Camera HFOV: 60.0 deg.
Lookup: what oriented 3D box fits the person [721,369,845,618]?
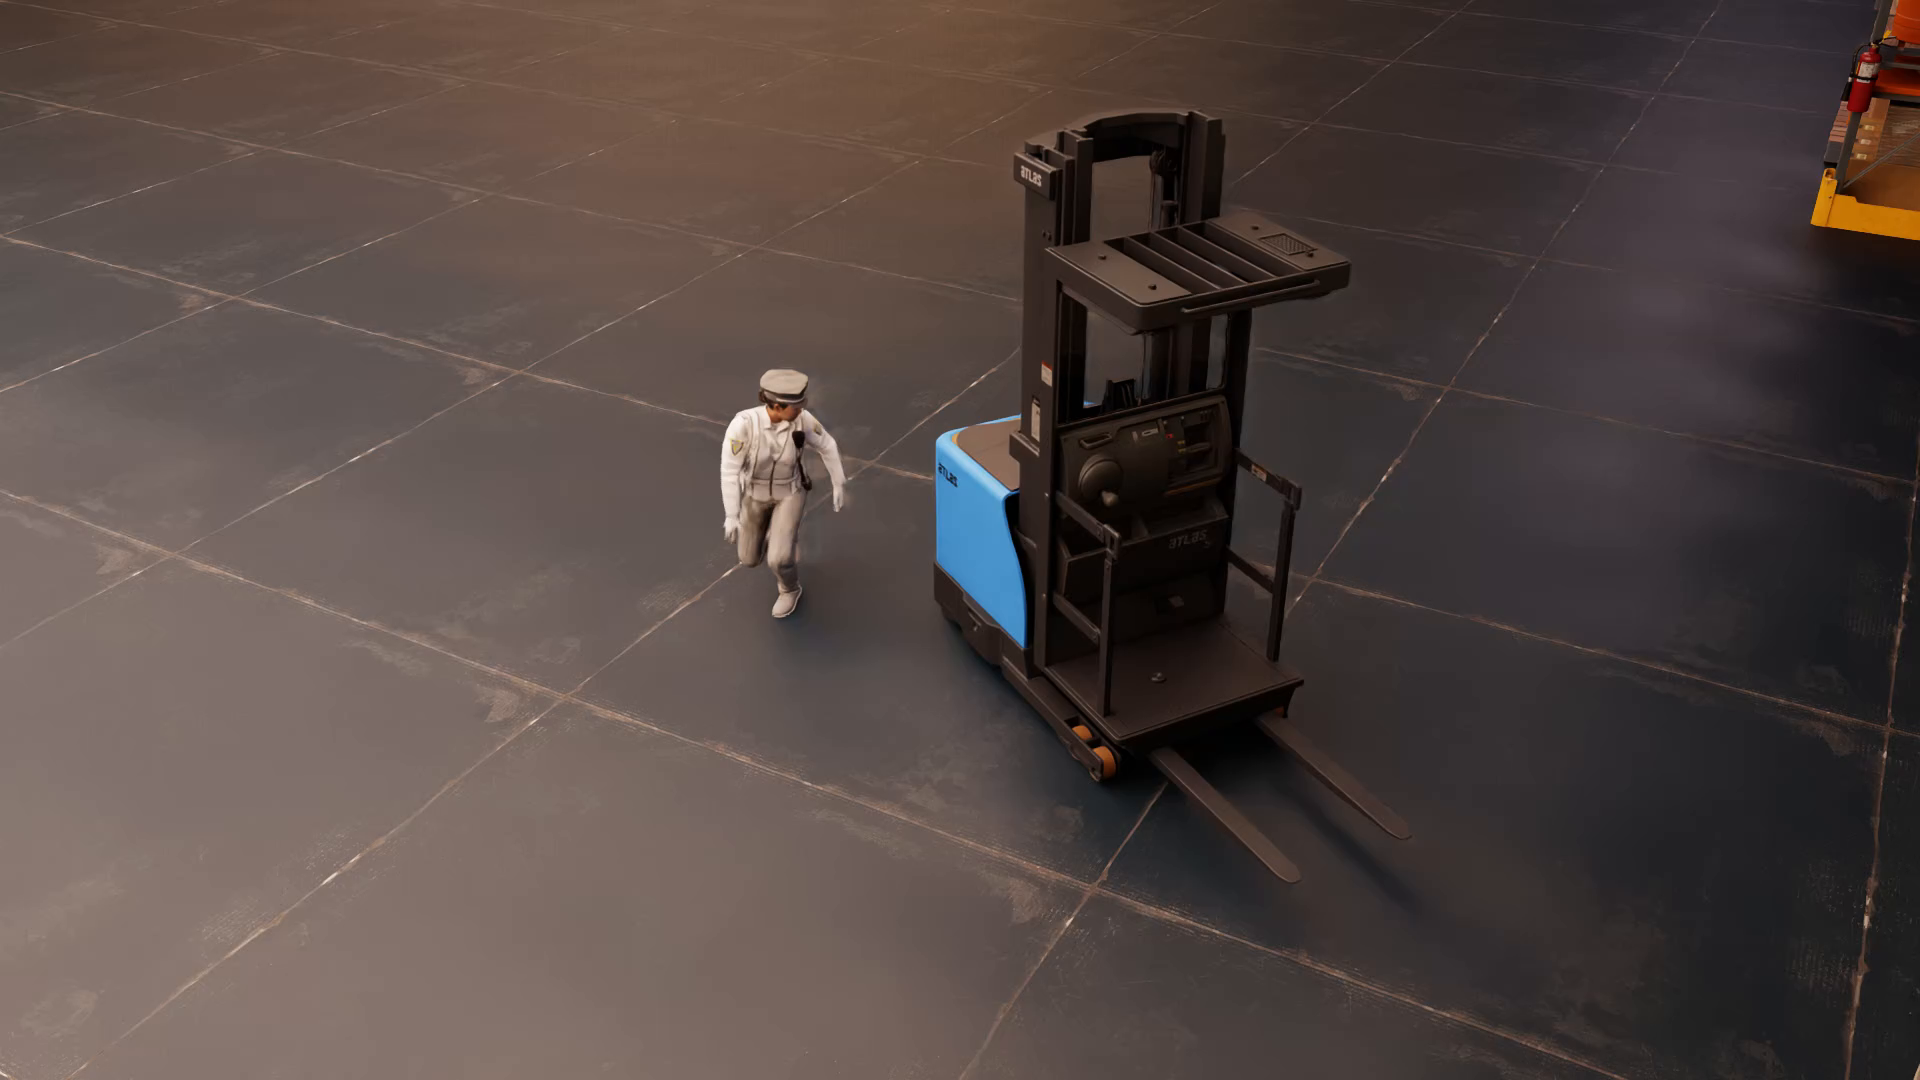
[{"bbox_3d":[-0.947,-0.302,9.108,0.628,1.458,0.671,1,30,2],"label":"person"}]

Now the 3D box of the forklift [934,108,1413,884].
[{"bbox_3d":[0.988,-0.368,7.708,1.130,2.935,3.031,-15,33,-24],"label":"forklift"}]
